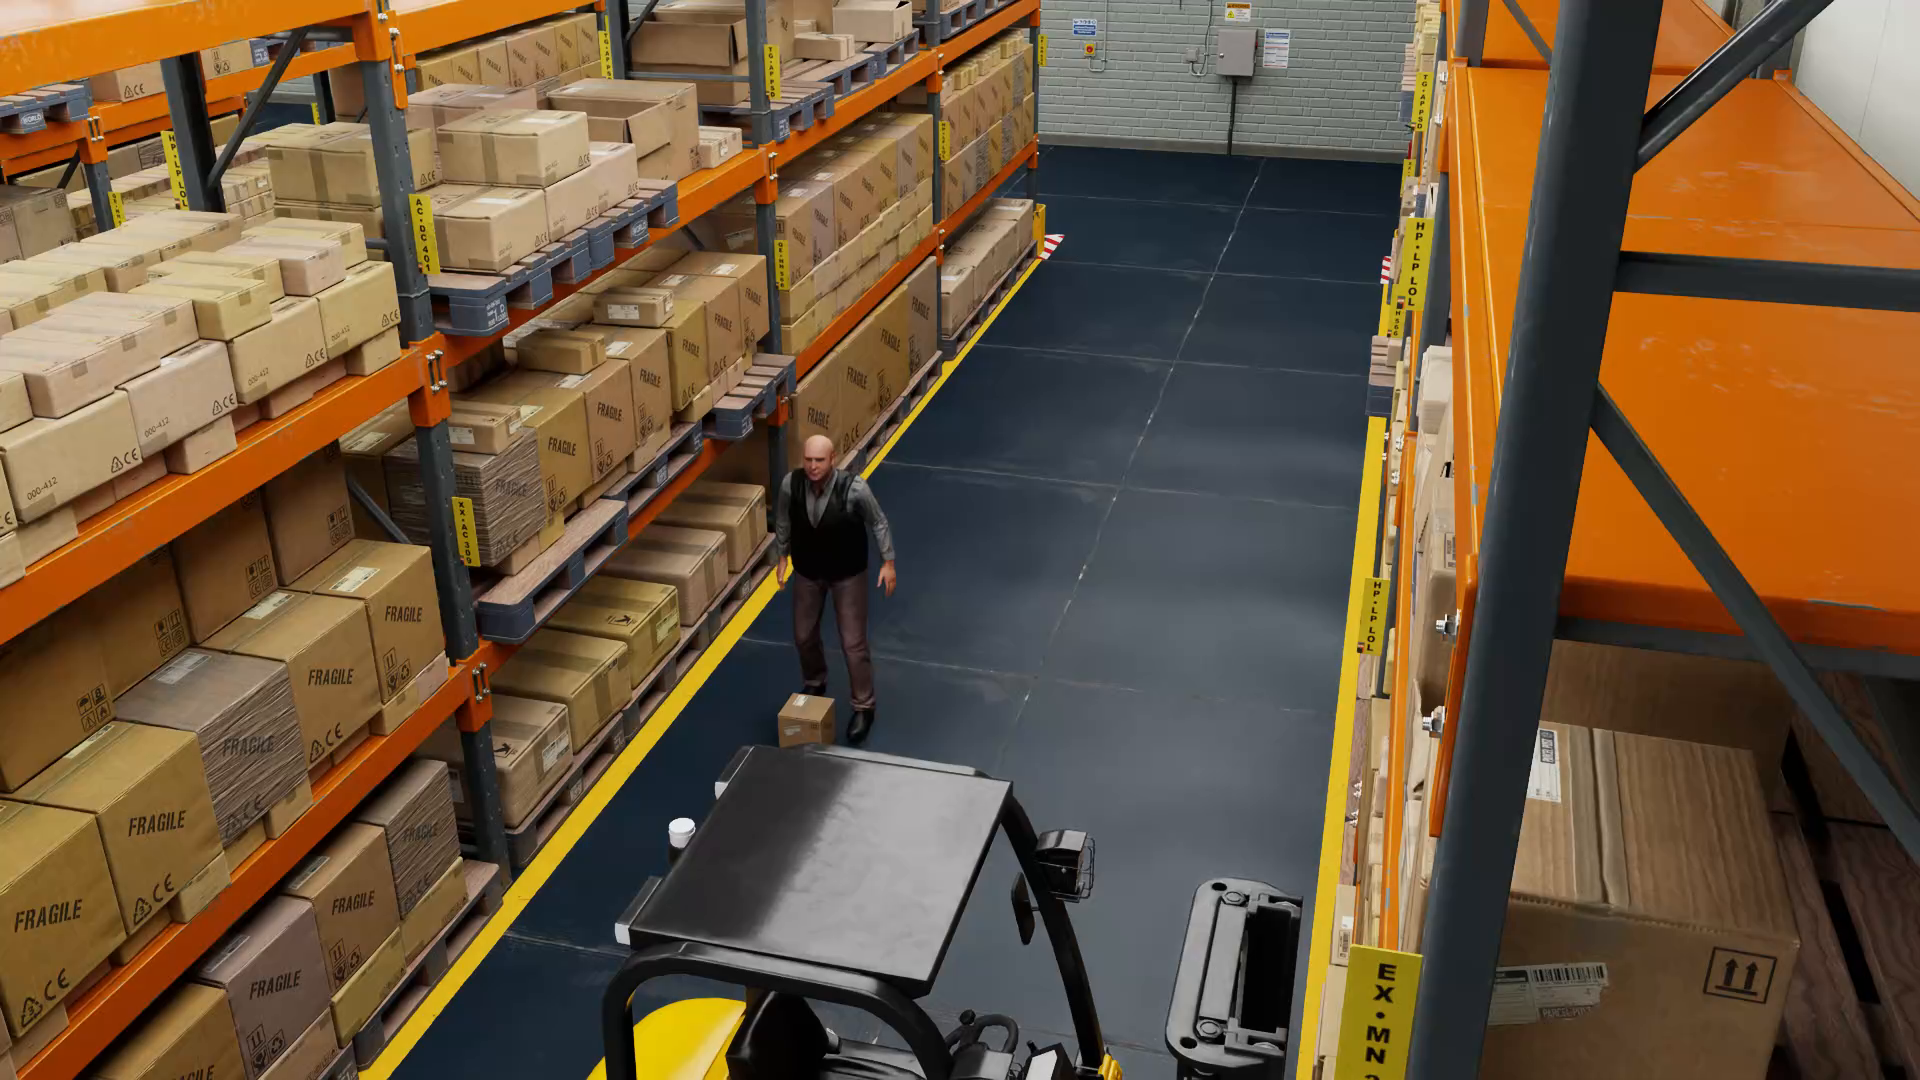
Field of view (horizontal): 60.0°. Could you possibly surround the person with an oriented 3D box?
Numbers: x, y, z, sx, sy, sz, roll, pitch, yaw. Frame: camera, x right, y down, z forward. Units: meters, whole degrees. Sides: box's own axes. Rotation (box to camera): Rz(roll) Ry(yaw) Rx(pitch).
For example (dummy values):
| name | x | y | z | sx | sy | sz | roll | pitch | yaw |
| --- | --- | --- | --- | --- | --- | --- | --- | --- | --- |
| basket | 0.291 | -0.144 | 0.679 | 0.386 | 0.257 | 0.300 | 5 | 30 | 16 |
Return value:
| name | x | y | z | sx | sy | sz | roll | pitch | yaw |
| --- | --- | --- | --- | --- | --- | --- | --- | --- | --- |
| person | -0.728 | 0.230 | 9.290 | 0.711 | 1.708 | 0.586 | 6 | 26 | 13 |
